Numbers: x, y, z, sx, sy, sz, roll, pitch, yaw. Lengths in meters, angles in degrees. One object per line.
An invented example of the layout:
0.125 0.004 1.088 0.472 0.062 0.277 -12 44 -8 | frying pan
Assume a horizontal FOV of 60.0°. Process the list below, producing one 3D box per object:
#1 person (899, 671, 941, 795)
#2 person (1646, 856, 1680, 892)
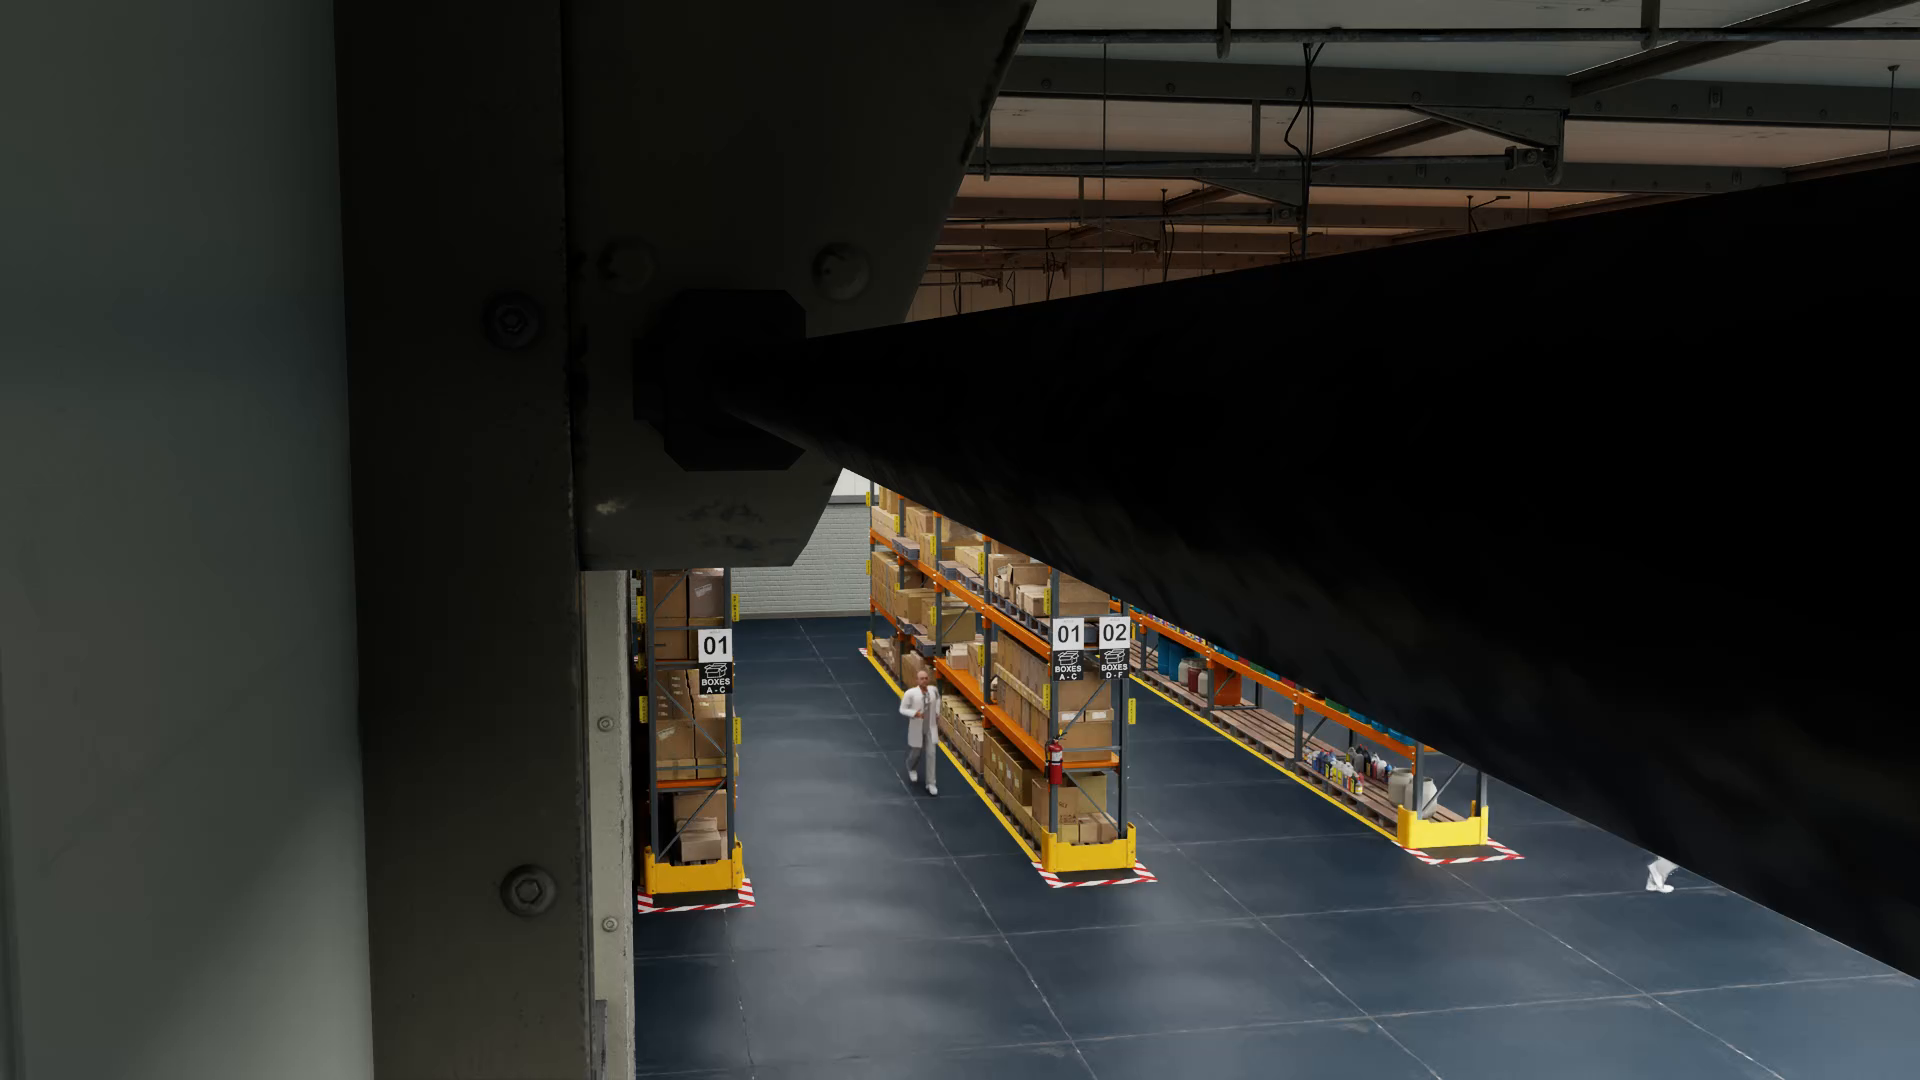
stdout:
-0.558 2.825 24.808 0.714 1.763 1.082 -2 6 -20 | person
8.565 3.432 19.975 0.549 1.624 0.565 1 6 13 | person
